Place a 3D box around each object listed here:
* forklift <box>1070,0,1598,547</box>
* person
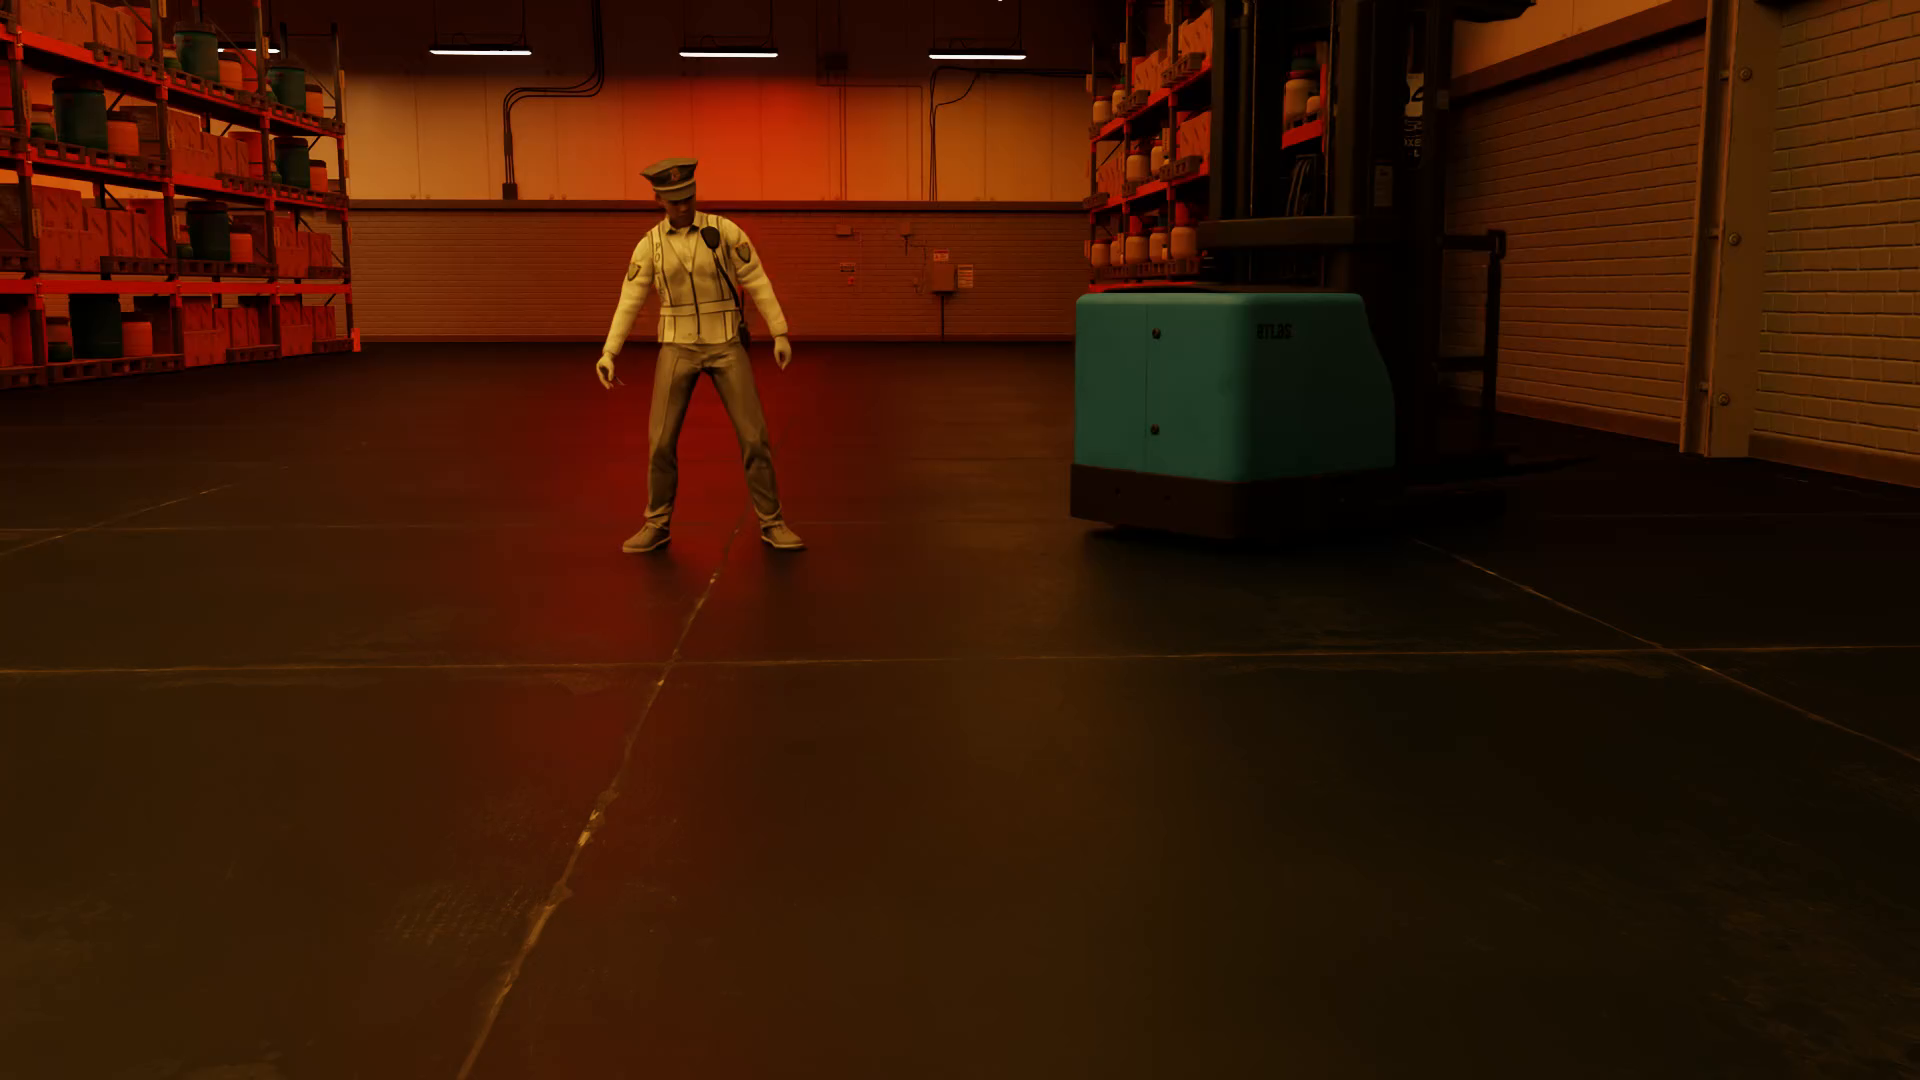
[{"bbox_3d":[1.971,-1.570,7.902,3.031,2.935,1.130,-7,11,-38],"label":"forklift"},{"bbox_3d":[-1.083,-0.764,6.945,0.838,1.633,0.388,0,8,-3],"label":"person"}]
